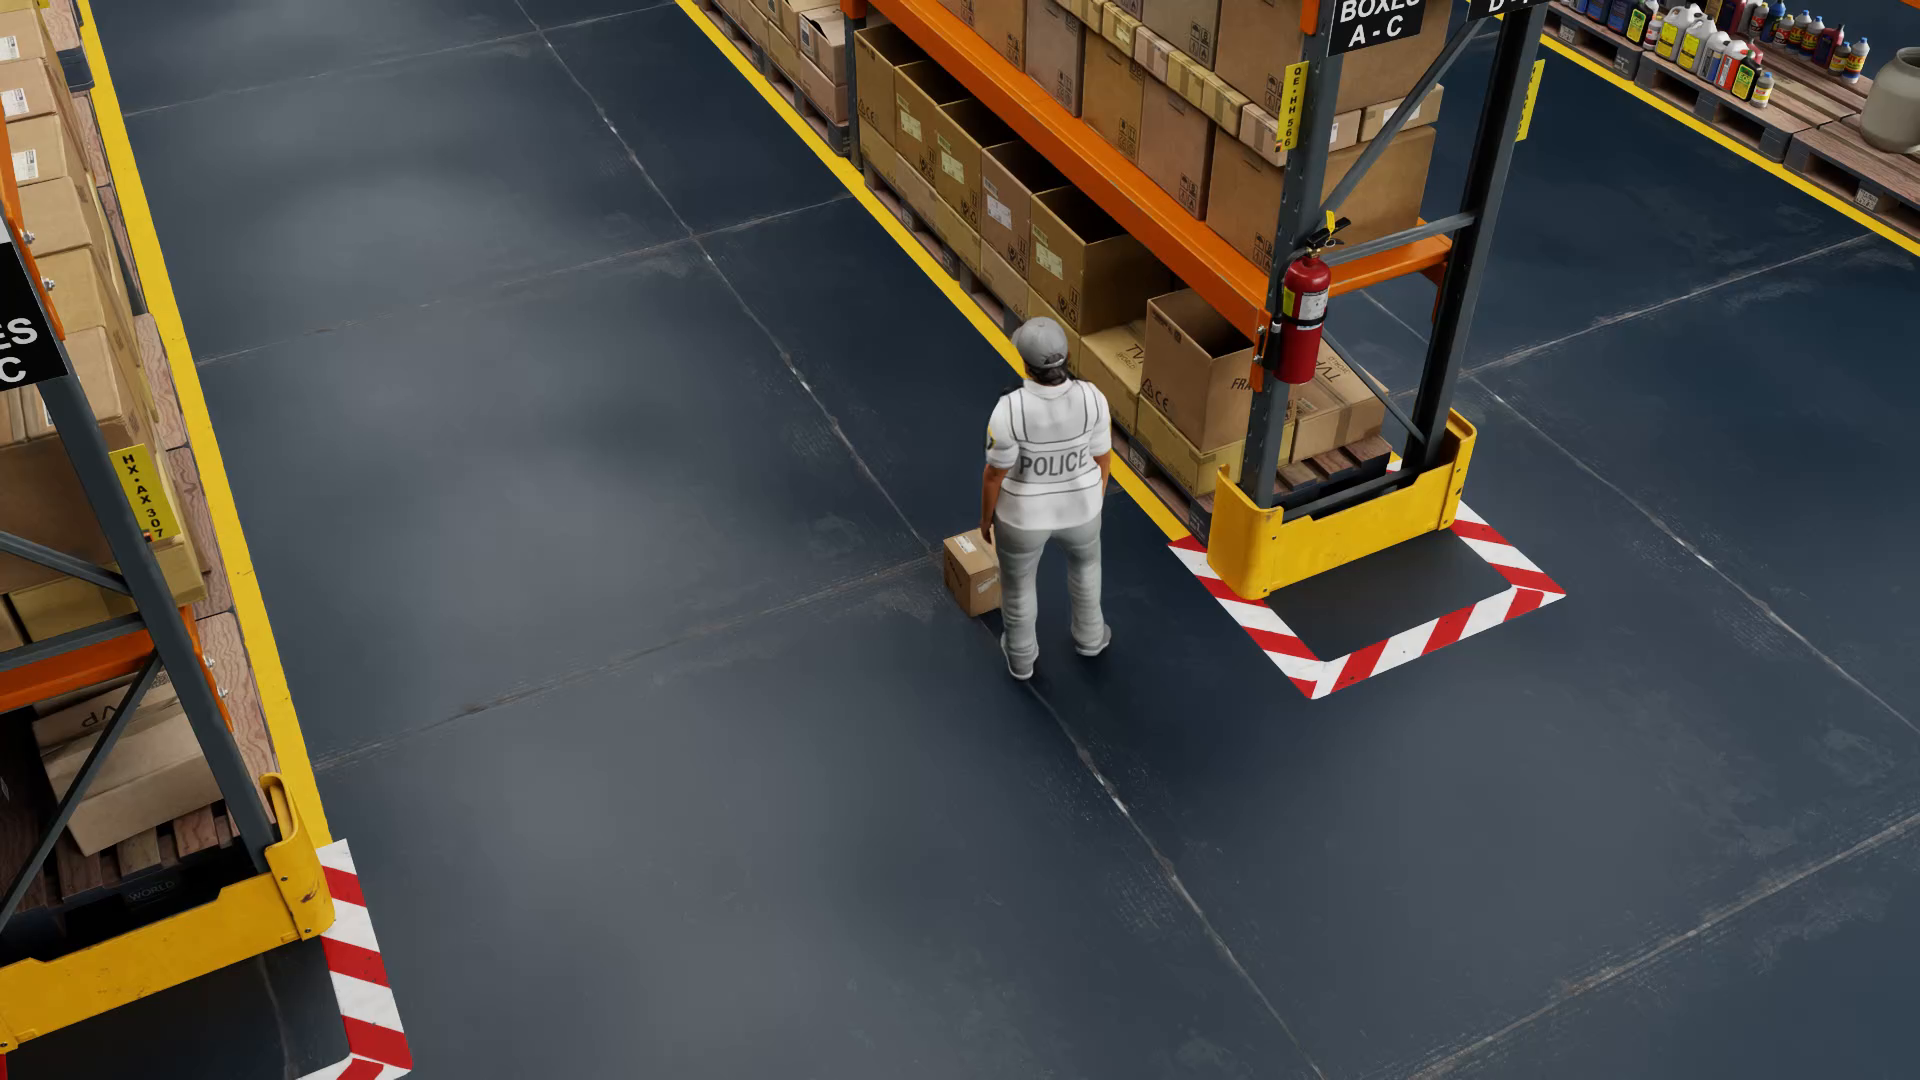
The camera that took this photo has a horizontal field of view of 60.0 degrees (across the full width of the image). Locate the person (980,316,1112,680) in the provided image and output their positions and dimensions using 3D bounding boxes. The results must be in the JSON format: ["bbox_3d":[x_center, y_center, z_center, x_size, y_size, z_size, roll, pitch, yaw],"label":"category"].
[{"bbox_3d":[0.370,-0.115,6.313,0.602,1.715,0.391,-7,42,-8],"label":"person"}]
